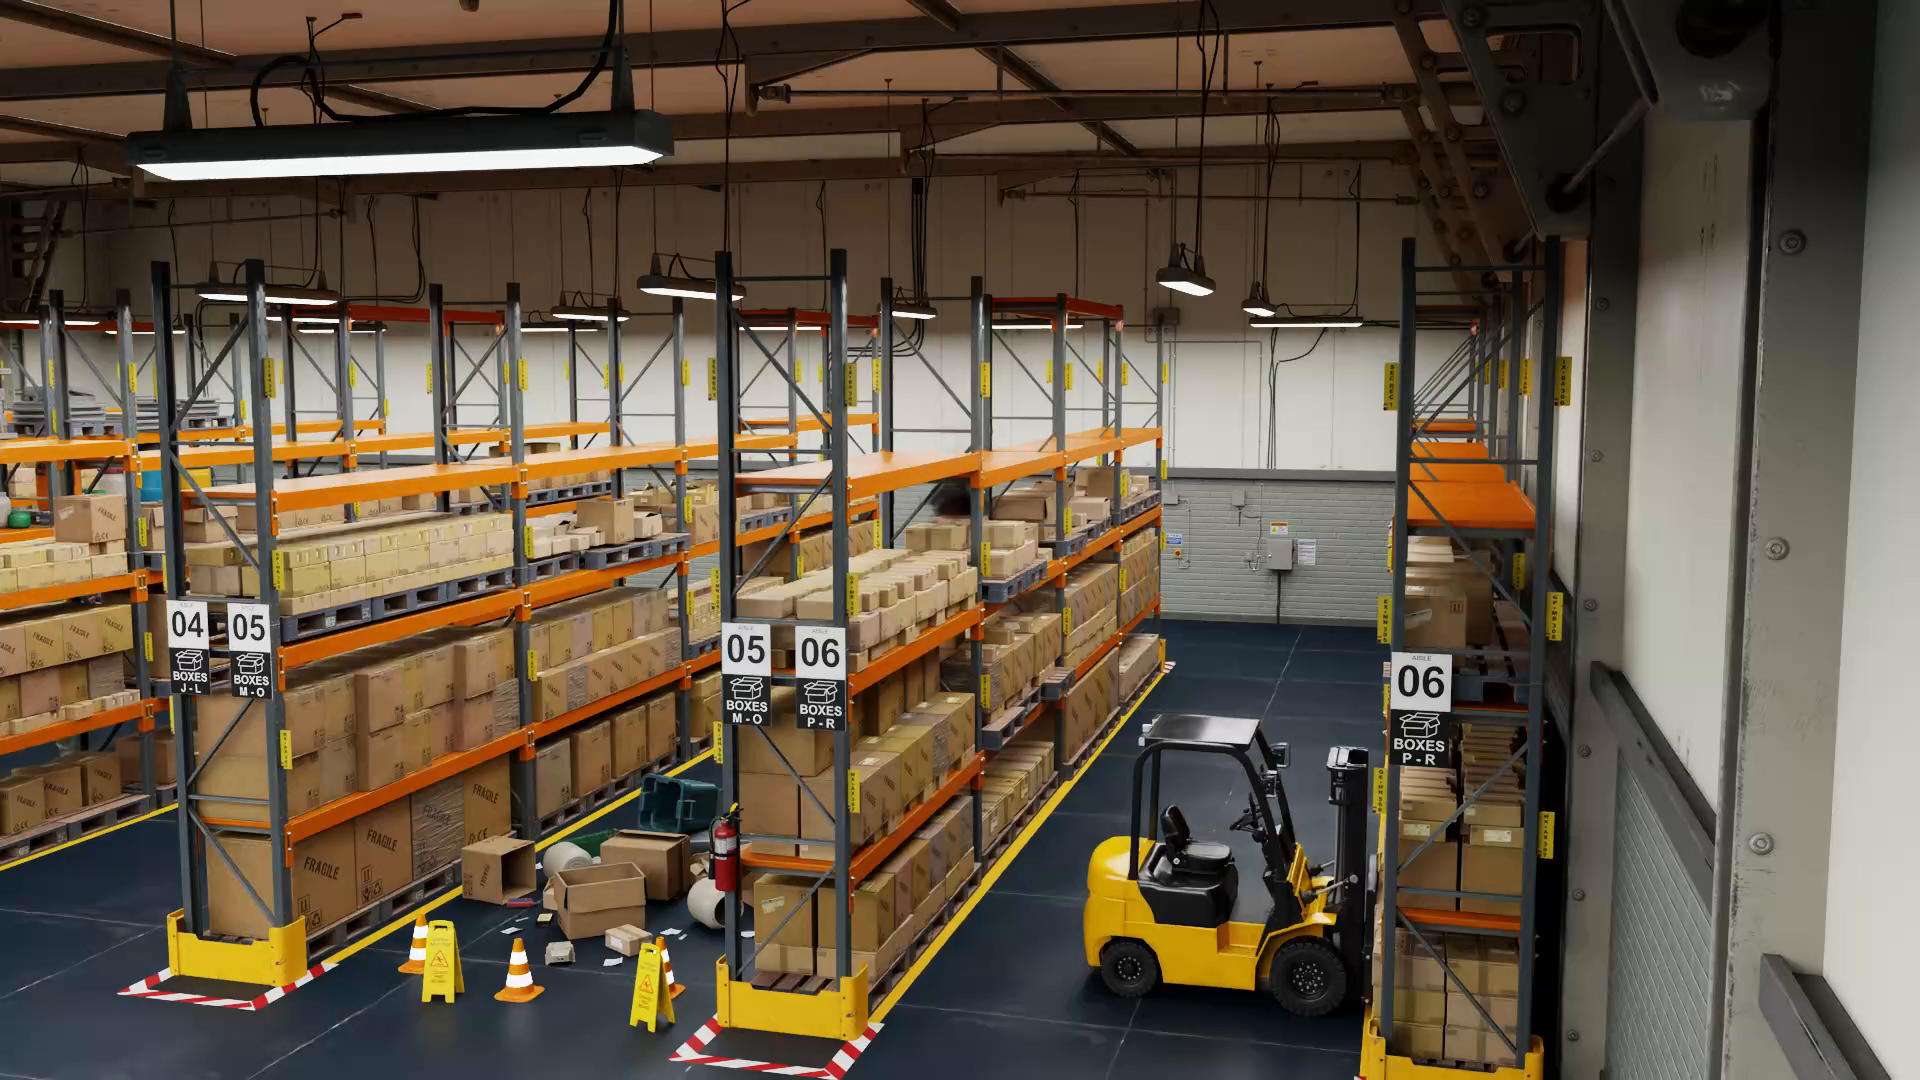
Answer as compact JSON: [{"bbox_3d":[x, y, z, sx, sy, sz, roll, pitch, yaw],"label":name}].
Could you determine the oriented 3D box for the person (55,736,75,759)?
[{"bbox_3d":[-11.660,2.027,21.335,0.667,1.734,0.738,1,6,10],"label":"person"}]
